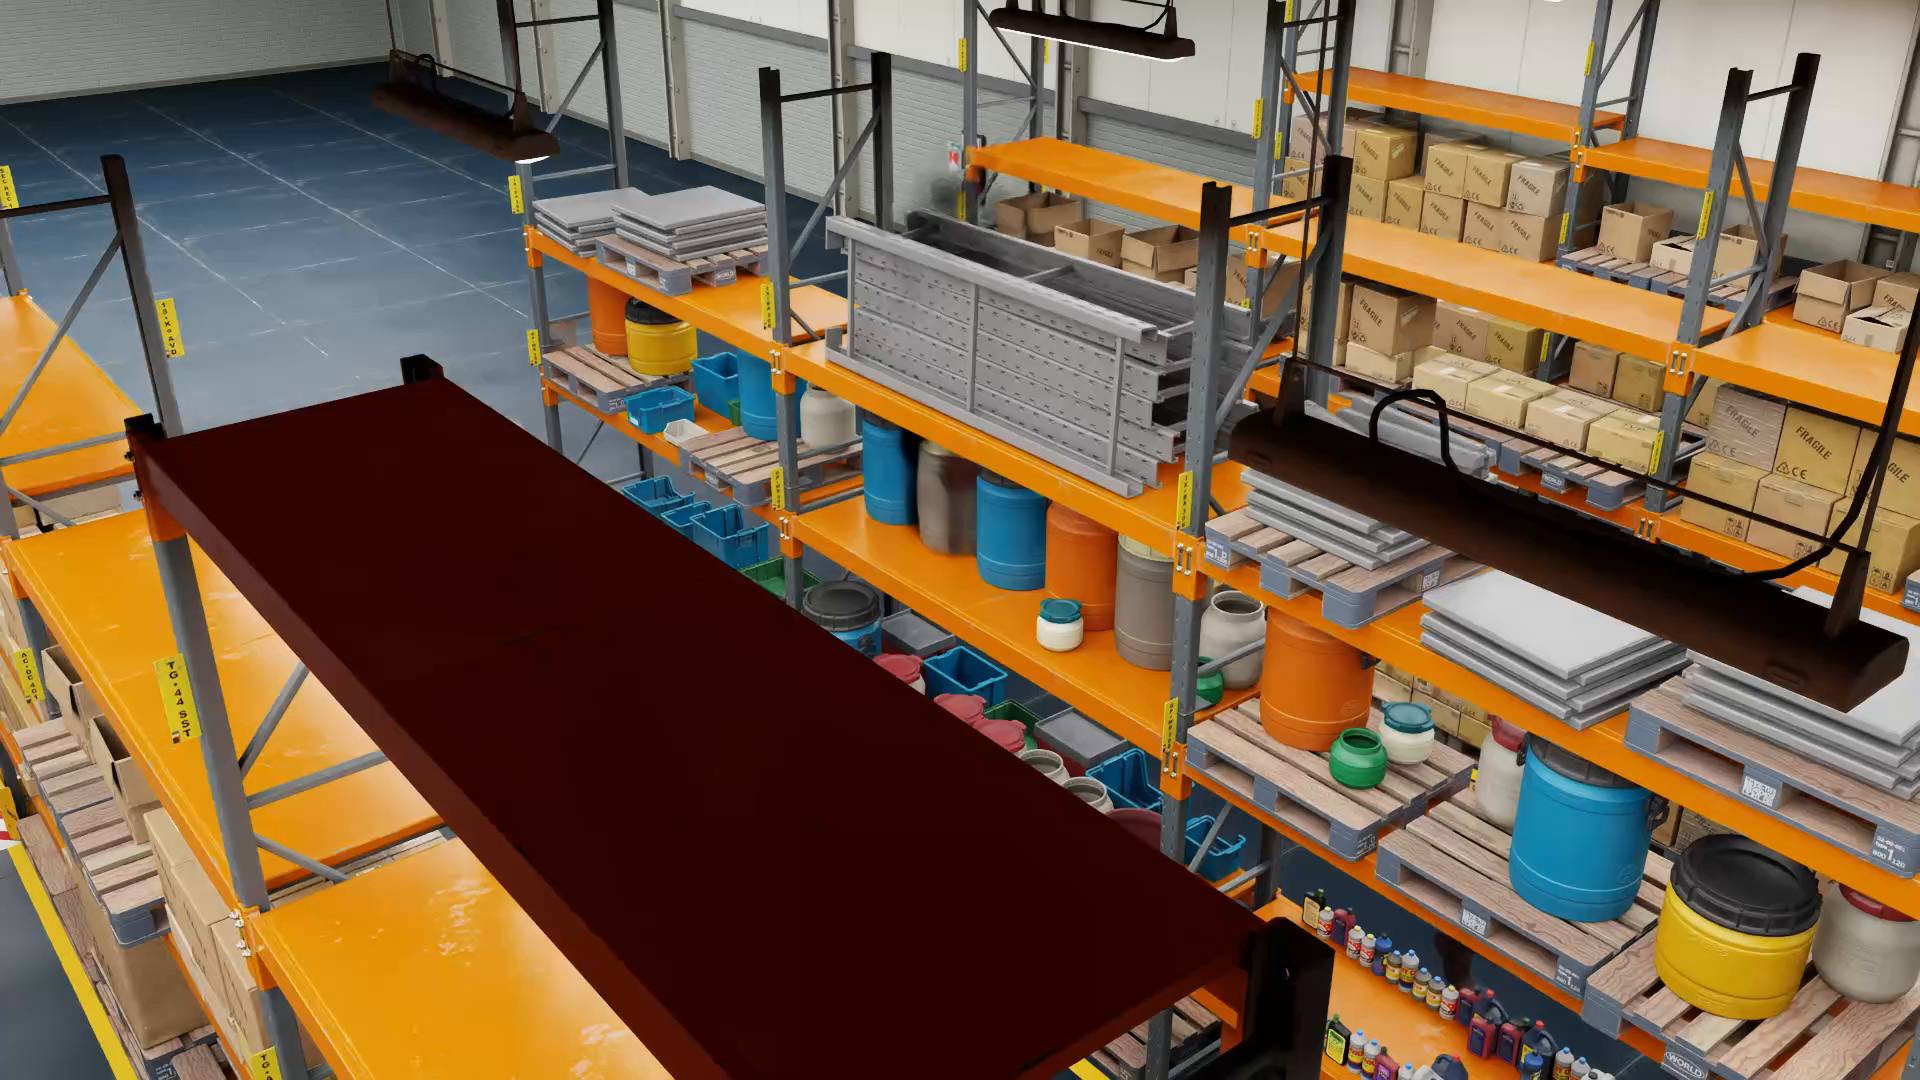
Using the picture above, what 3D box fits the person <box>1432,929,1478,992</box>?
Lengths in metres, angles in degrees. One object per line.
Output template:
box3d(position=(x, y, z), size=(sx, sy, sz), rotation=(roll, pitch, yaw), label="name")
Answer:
box3d(position=(3.329, 2.550, 11.046), size=(0.661, 1.709, 0.677), rotation=(-19, 32, -34), label="person")
